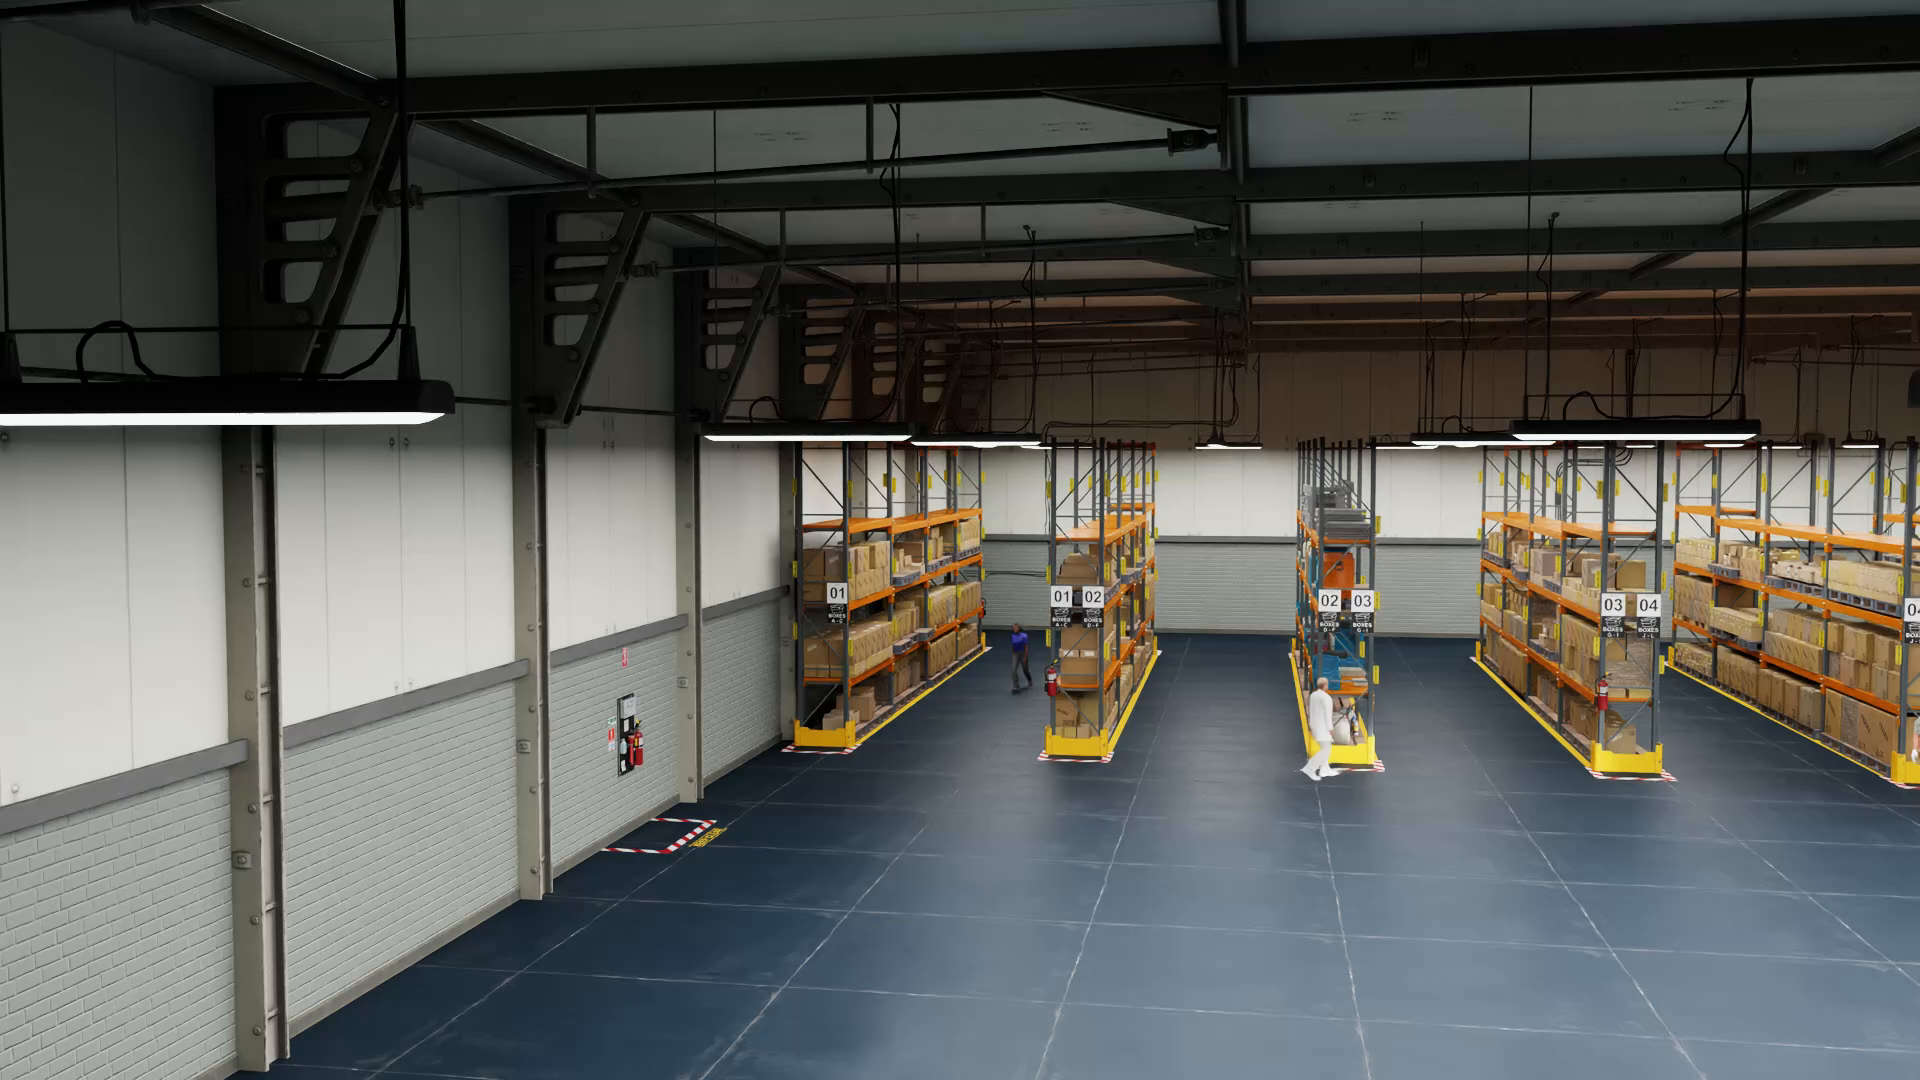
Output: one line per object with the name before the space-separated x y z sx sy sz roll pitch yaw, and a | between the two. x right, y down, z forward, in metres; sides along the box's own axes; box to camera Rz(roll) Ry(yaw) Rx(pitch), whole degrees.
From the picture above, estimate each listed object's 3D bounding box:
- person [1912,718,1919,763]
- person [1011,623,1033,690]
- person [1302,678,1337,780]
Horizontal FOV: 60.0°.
person | 15.475 3.416 26.494 0.900 1.746 0.554 -2 4 -35
person | 1.442 2.801 40.000 0.452 1.600 0.897 1 3 22
person | 6.324 3.295 29.131 0.815 1.770 0.636 -1 3 -19
